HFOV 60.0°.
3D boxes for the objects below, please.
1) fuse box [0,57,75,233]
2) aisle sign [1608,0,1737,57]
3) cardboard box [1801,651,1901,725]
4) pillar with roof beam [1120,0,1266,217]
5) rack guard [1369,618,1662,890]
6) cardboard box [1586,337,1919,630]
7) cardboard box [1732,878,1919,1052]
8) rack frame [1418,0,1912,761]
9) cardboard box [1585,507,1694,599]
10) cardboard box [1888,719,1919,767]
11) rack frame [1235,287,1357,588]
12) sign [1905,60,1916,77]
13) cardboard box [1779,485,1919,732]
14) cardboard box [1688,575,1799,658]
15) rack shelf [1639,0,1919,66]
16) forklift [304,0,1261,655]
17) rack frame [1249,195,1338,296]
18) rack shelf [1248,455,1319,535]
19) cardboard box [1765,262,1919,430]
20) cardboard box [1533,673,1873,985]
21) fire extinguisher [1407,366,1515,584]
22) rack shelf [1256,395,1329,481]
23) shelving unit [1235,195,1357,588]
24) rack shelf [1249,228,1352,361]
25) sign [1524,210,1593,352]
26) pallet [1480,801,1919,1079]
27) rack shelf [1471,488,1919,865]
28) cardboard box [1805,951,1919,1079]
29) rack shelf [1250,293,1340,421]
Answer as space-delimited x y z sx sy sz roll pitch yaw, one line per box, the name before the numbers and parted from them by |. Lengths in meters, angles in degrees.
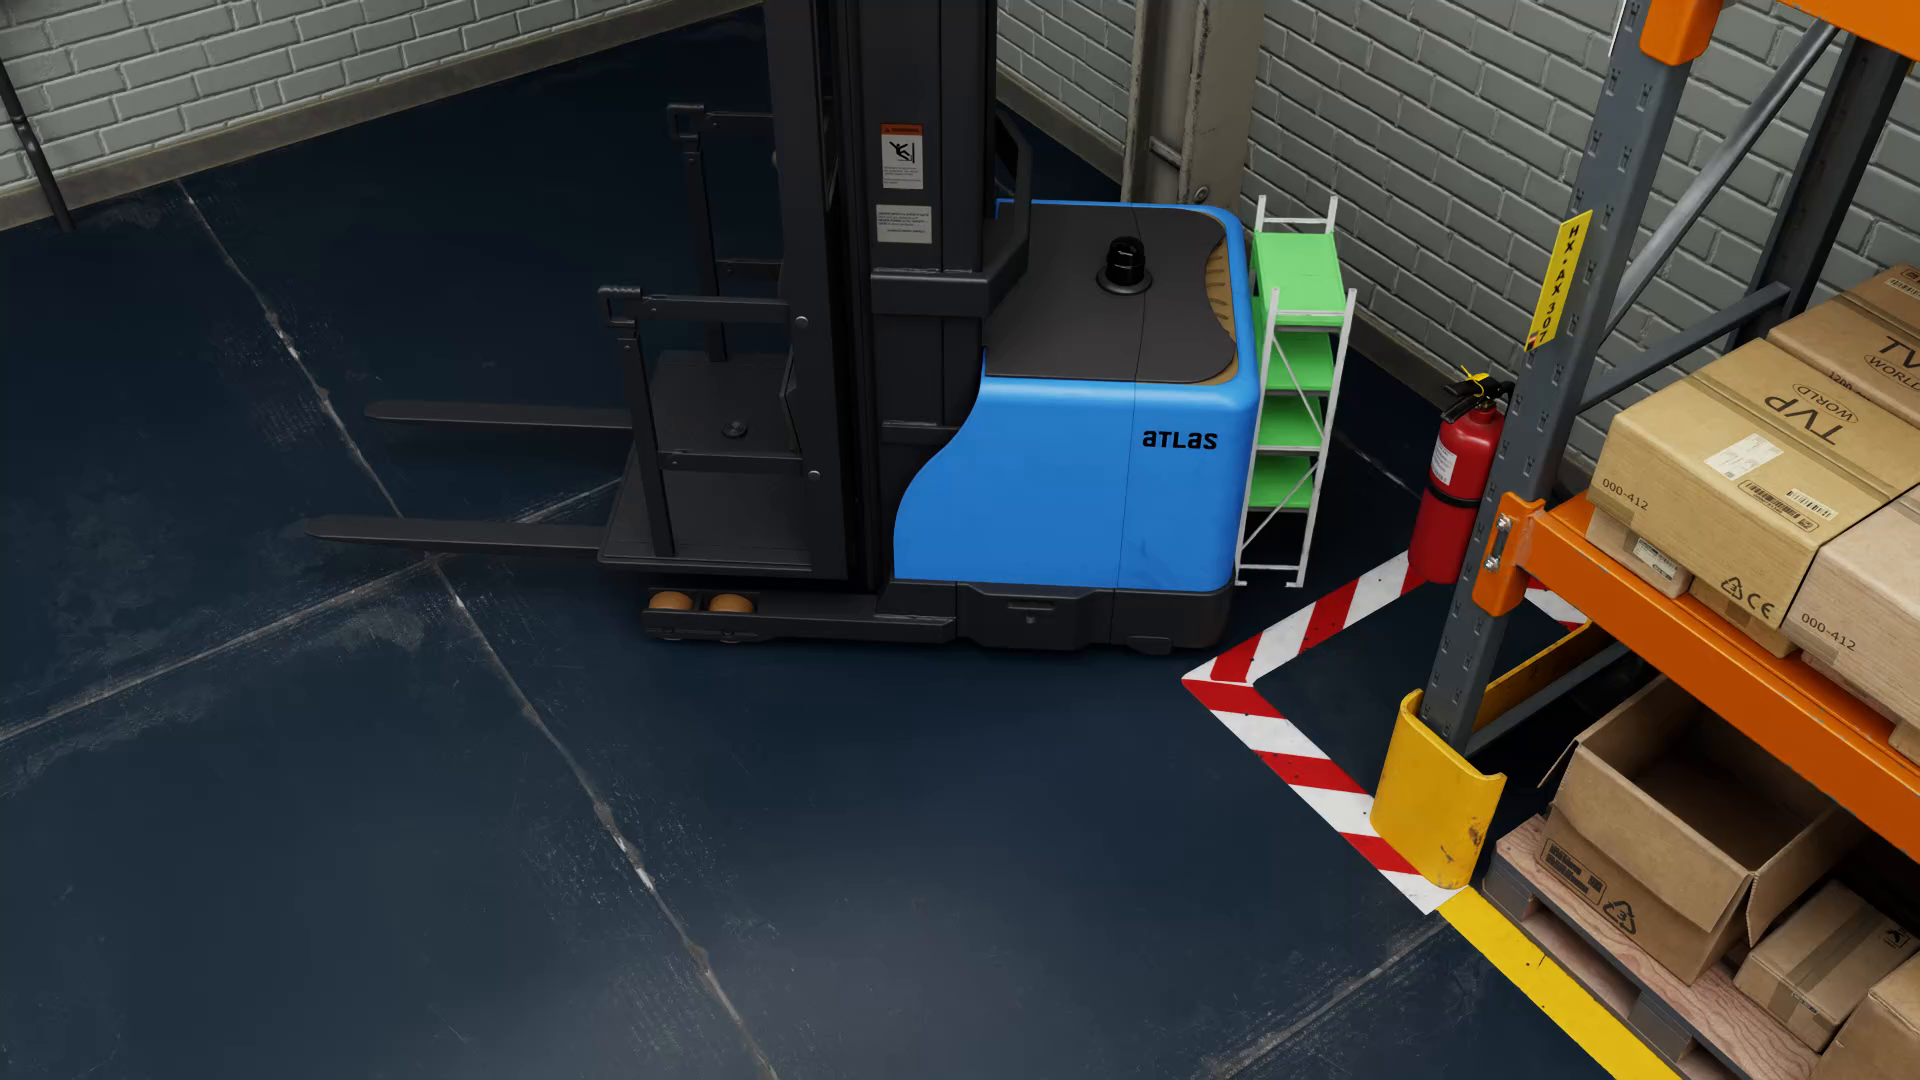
fuse box | -3.795 -1.949 6.552 0.539 1.711 0.414 -26 49 -24
aisle sign | 1.433 -1.309 3.067 0.394 0.787 0.004 -26 49 -24
cardboard box | 2.038 0.200 3.550 0.380 0.149 0.250 -26 50 -25
pillar with roof beam | -2.622 -2.799 2.165 9.100 9.000 0.400 -26 49 -24
rack guard | 1.756 0.501 4.864 1.175 0.500 0.348 -26 49 -24
cardboard box | 1.751 -0.136 3.614 0.500 0.250 0.500 -25 49 -24
cardboard box | 2.196 1.073 4.215 0.380 0.149 0.250 -28 50 -26
rack frame | 1.712 -0.447 4.045 1.000 3.000 0.127 -26 49 -24
cardboard box | 1.676 -0.061 3.824 0.380 0.149 0.250 -26 49 -25
cardboard box | 2.132 0.367 3.375 0.380 0.149 0.250 -24 49 -23
rack frame | 1.023 -0.283 5.175 0.240 1.200 0.015 2 44 3
sign | 2.179 -1.188 3.754 0.100 0.325 0.005 -26 49 -24
cardboard box | 2.040 0.149 3.315 0.500 0.250 0.500 -25 49 -24
cardboard box | 1.859 0.065 3.692 0.380 0.149 0.250 -25 49 -23
rack shelf | 2.857 -0.139 2.072 1.077 0.370 4.000 -26 49 -24
forklift | -0.623 -1.088 4.767 3.031 2.935 1.130 3 44 3
rack frame | 1.049 -0.620 5.528 0.240 1.200 0.015 2 44 3
rack shelf | 1.040 -0.232 5.561 0.258 0.148 0.480 2 44 3
cardboard box | 2.193 -0.344 3.831 0.500 0.250 0.500 -24 49 -23
cardboard box | 1.985 0.688 4.360 0.797 0.503 0.637 -28 50 -26
fire extinguisher | 1.249 -0.184 4.097 0.296 0.674 0.183 -26 49 -24
rack shelf | 1.037 -0.405 5.396 0.258 0.148 0.480 2 44 3
shelving unit | 1.036 -0.452 5.352 0.258 1.200 0.503 2 44 3
rack shelf | 1.031 -0.753 5.065 0.258 0.148 0.480 2 44 3
sign | 1.268 -0.545 3.522 0.100 0.325 0.005 -26 49 -24
pallet | 2.213 1.056 4.491 1.003 0.211 1.213 -26 49 -24
rack shelf | 2.857 0.946 3.107 1.077 0.370 4.000 -26 49 -24
cardboard box | 2.442 1.189 3.838 0.700 0.500 0.500 -24 49 -23
rack shelf | 1.034 -0.579 5.230 0.258 0.148 0.480 2 44 3
